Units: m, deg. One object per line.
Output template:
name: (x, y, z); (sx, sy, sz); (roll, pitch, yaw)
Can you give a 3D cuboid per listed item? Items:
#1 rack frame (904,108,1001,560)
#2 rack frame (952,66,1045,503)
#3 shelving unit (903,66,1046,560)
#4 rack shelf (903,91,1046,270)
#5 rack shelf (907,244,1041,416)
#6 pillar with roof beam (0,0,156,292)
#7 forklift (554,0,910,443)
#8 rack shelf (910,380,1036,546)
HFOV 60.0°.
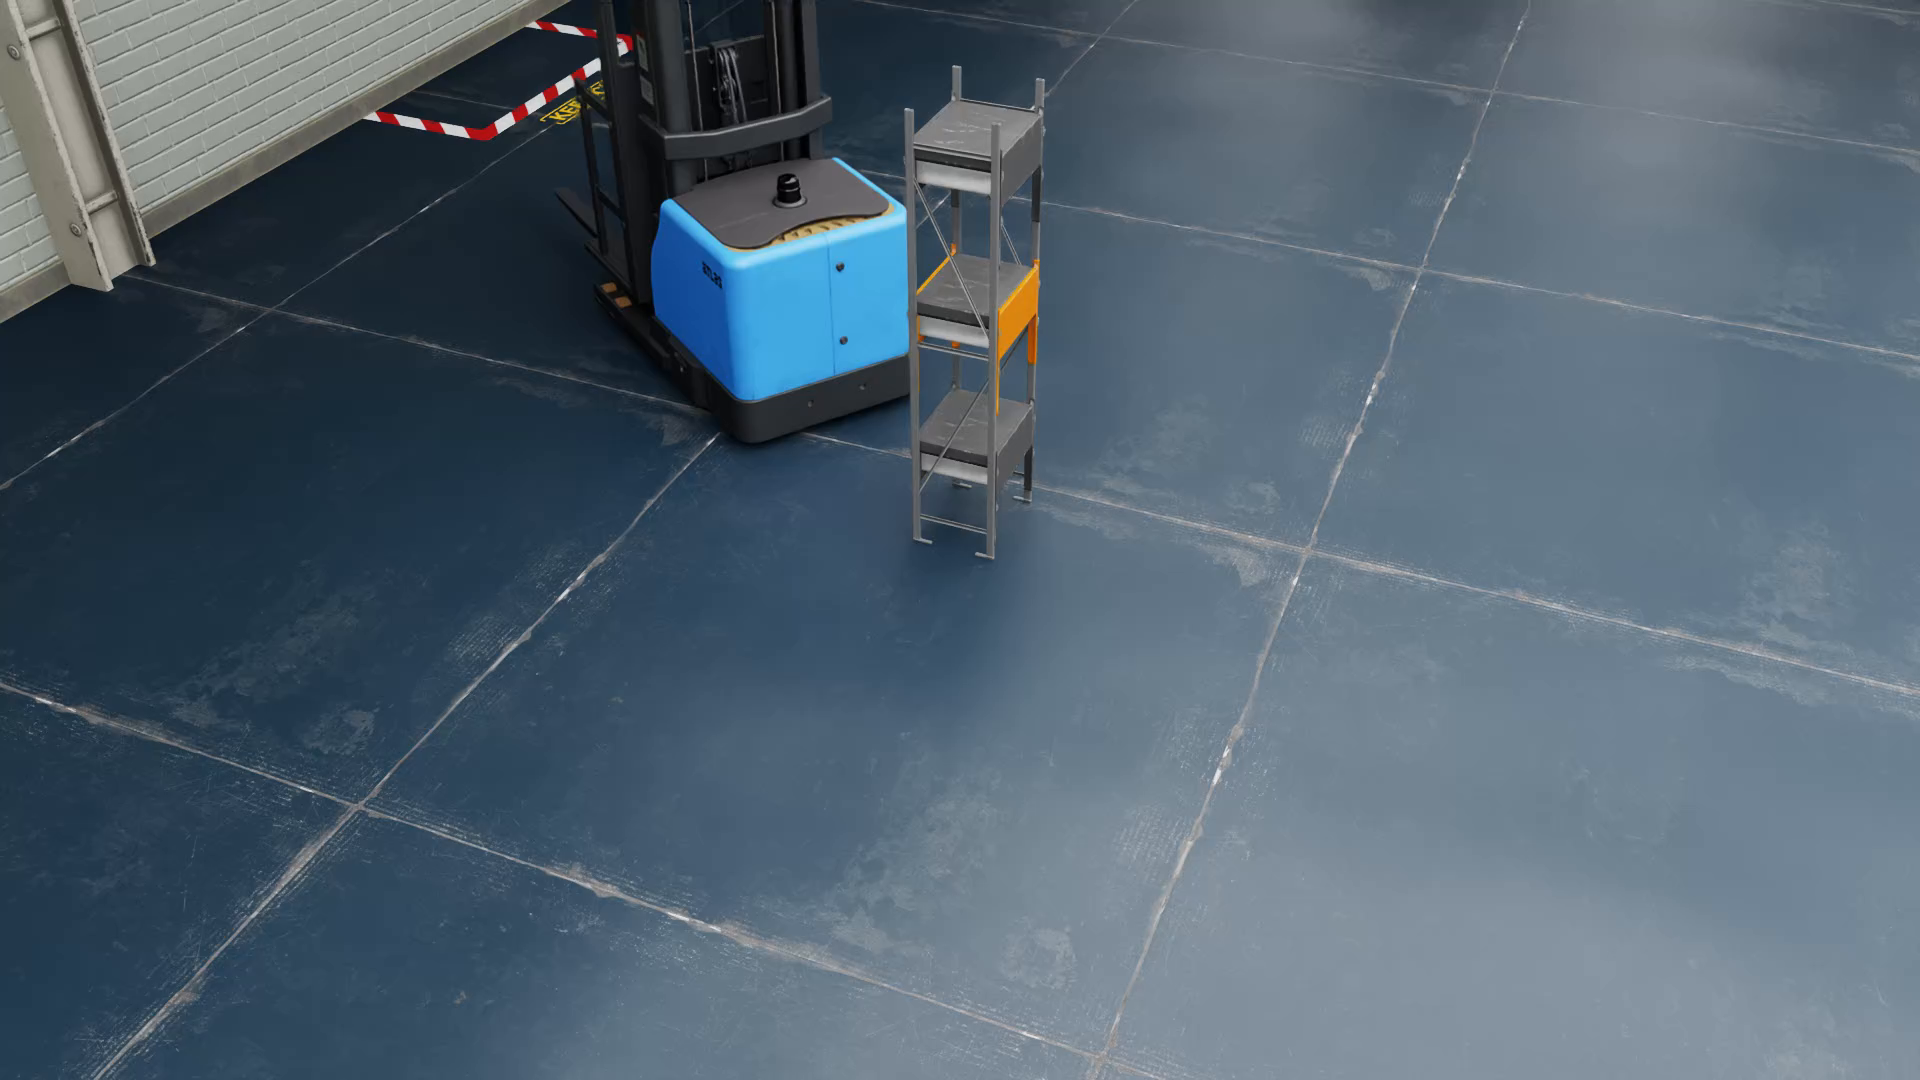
rack frame: (-0.030, -0.798, 7.063); (0.400, 2.100, 0.015); (14, 39, 18)
rack frame: (0.156, -1.068, 7.425); (0.400, 2.100, 0.015); (14, 39, 18)
shelving unit: (0.063, -0.933, 7.244); (0.431, 2.100, 0.503); (14, 39, 18)
rack shelf: (0.063, -1.482, 6.833); (0.431, 0.518, 0.480); (14, 39, 18)
rack shelf: (0.063, -0.922, 7.252); (0.431, 0.518, 0.480); (14, 39, 18)
pillar with roof beam: (-1.055, -4.214, 5.872); (9.100, 9.000, 0.400); (14, 39, 18)
forklift: (-1.425, -2.510, 8.659); (1.130, 2.935, 3.031); (-21, 41, -25)
rack shelf: (0.063, -0.361, 7.671); (0.431, 0.518, 0.480); (14, 39, 18)
